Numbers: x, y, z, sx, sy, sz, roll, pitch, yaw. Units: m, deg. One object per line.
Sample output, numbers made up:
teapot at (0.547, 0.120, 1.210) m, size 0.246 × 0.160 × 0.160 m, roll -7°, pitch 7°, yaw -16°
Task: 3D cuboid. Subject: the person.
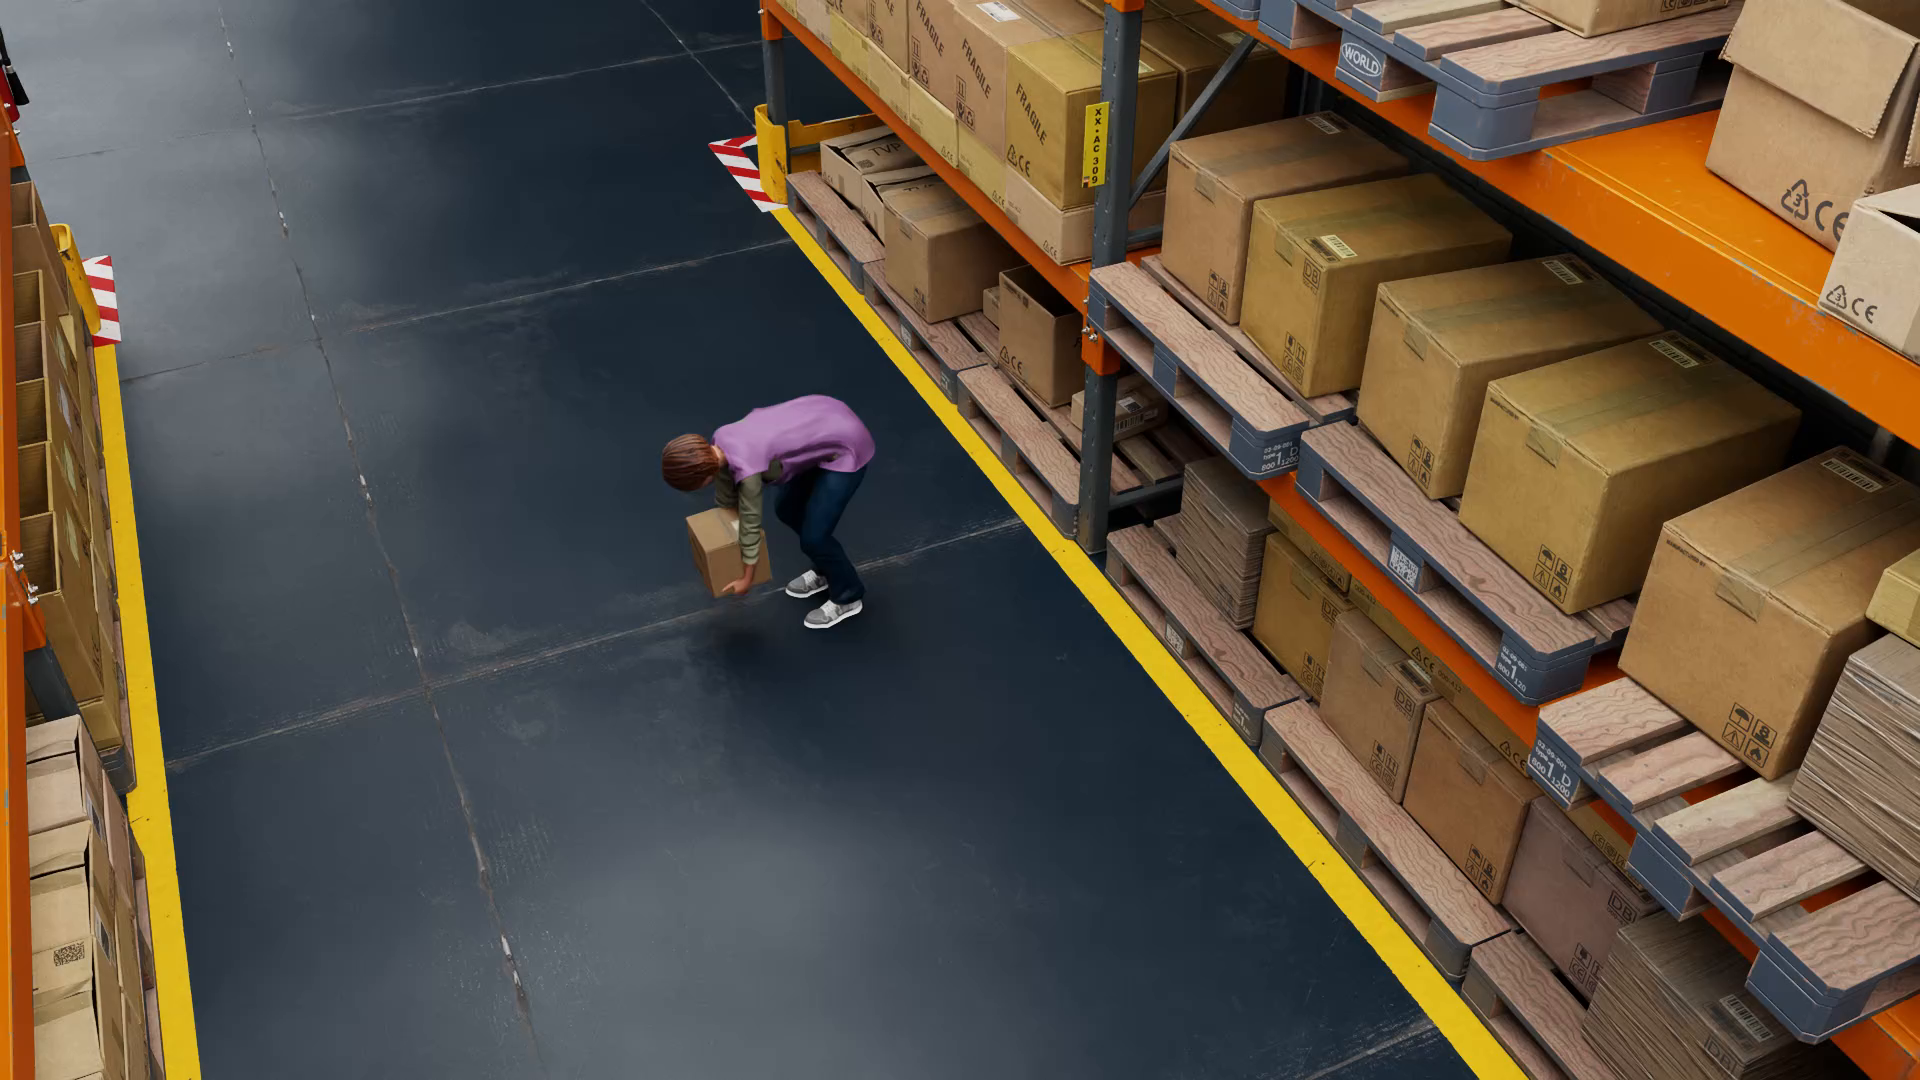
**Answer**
person at (-0.755, -0.077, 6.737) m, size 0.869 × 1.012 × 0.393 m, roll -17°, pitch 41°, yaw -21°
